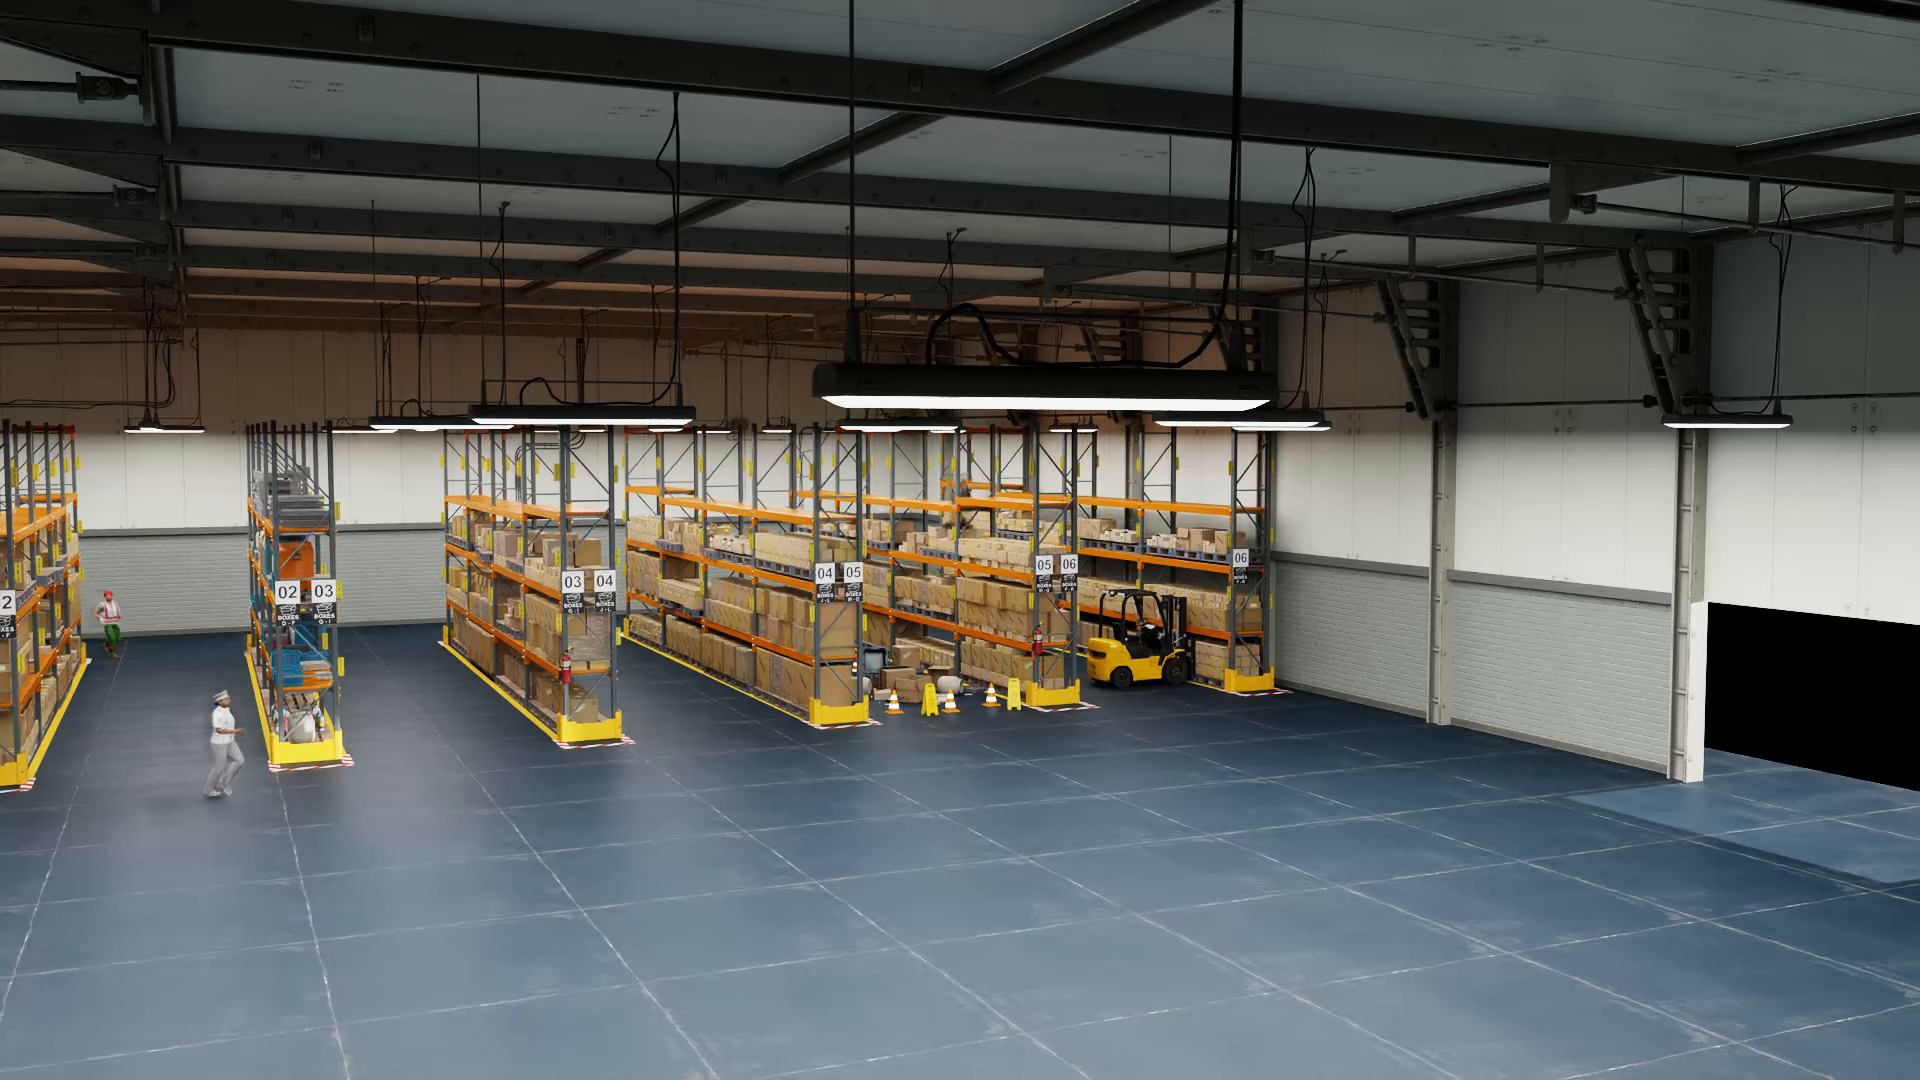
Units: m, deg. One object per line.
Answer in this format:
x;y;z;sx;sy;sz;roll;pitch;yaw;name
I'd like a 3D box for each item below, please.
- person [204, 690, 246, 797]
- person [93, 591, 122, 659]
-11.643;3.230;26.343;0.684;1.717;0.587;0;4;0;person
-21.936;2.174;42.850;0.761;1.745;0.661;2;4;29;person
